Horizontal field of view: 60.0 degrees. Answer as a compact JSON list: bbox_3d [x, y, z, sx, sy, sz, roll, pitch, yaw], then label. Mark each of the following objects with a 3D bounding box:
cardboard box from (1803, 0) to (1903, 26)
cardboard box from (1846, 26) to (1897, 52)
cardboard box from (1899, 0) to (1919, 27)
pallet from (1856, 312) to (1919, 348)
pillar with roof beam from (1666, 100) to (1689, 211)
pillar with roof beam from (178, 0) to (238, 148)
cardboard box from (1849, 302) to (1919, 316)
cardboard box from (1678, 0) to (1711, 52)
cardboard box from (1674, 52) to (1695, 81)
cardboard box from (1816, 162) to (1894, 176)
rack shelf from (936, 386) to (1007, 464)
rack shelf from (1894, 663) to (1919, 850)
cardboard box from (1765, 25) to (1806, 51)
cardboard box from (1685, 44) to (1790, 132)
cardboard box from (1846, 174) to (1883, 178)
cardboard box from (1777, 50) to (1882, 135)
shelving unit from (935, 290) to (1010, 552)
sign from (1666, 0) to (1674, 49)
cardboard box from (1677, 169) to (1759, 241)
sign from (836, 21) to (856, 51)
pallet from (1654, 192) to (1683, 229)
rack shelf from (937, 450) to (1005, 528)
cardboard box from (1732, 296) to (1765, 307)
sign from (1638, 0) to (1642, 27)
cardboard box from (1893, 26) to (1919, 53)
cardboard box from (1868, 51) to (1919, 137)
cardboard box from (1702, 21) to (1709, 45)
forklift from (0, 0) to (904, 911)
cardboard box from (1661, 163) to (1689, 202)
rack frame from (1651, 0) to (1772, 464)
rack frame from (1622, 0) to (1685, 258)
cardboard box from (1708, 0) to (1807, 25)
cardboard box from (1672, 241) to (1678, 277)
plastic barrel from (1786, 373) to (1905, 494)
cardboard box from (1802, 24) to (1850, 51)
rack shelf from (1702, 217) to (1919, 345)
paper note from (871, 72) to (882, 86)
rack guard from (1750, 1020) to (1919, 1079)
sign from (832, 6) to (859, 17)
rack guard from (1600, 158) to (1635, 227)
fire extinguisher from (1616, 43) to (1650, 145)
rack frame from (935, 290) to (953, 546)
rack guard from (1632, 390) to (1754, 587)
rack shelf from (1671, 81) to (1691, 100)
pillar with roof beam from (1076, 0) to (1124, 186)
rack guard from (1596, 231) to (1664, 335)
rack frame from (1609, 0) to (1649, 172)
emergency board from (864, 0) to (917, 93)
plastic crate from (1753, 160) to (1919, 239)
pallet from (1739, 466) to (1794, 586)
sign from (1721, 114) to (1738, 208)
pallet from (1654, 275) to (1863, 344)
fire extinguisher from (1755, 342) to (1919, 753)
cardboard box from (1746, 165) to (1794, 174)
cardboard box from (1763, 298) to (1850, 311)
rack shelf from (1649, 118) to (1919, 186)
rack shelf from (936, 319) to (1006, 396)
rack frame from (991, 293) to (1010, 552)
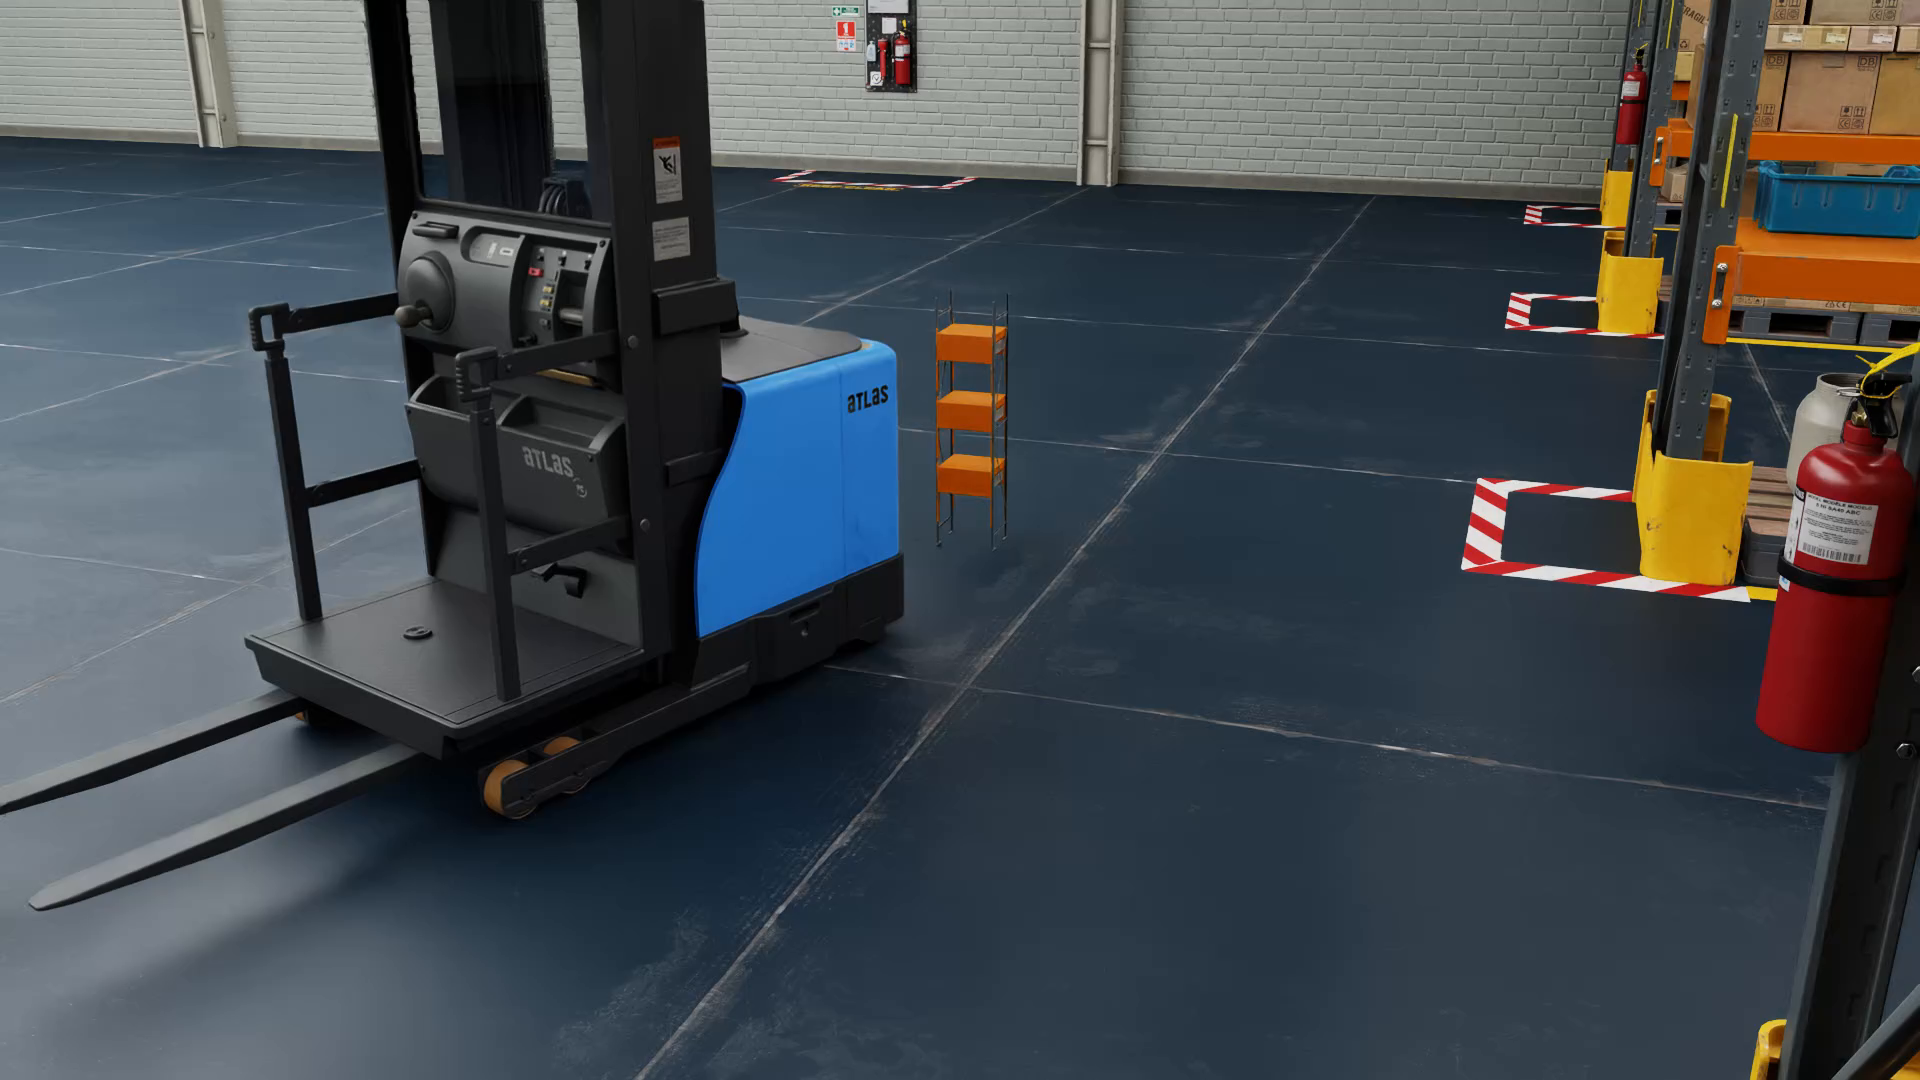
[{"bbox_3d":[5.602,-3.505,10.452,0.500,0.500,0.700,6,20,17],"label":"cardboard box"},{"bbox_3d":[5.640,-3.122,10.338,0.250,0.149,0.380,6,20,17],"label":"cardboard box"},{"bbox_3d":[6.078,-3.451,10.297,0.500,0.500,0.700,7,20,18],"label":"cardboard box"},{"bbox_3d":[6.501,-1.442,10.892,1.213,0.211,1.003,7,20,18],"label":"pallet"},{"bbox_3d":[5.771,-6.189,11.160,0.400,9.000,9.100,7,20,18],"label":"pillar with roof beam"},{"bbox_3d":[-11.232,-8.133,16.737,0.400,9.000,9.100,7,20,18],"label":"pillar with roof beam"},{"bbox_3d":[5.996,-1.626,10.724,0.500,0.250,0.500,7,20,18],"label":"cardboard box"},{"bbox_3d":[6.591,-4.649,14.914,0.500,0.500,0.500,7,20,18],"label":"cardboard box"},{"bbox_3d":[6.595,-4.288,15.019,0.500,0.250,0.500,6,20,16],"label":"cardboard box"},{"bbox_3d":[8.078,-3.270,15.028,0.500,0.500,0.700,5,20,15],"label":"cardboard box"},{"bbox_3d":[0.051,-0.480,6.890,0.240,0.259,0.215,7,20,18],"label":"rack shelf"},{"bbox_3d":[3.251,0.675,1.676,4.000,0.370,1.077,7,20,18],"label":"rack shelf"},{"bbox_3d":[5.167,-3.177,10.496,0.250,0.149,0.380,6,20,17],"label":"cardboard box"},{"bbox_3d":[5.053,-2.953,10.840,0.500,0.500,0.700,7,20,18],"label":"cardboard box"},{"bbox_3d":[6.170,-2.146,11.075,0.500,0.500,0.500,7,20,18],"label":"cardboard box"},{"bbox_3d":[5.551,-2.898,10.682,0.500,0.500,0.700,7,20,19],"label":"cardboard box"},{"bbox_3d":[0.051,-0.490,6.887,0.252,1.050,0.215,7,20,18],"label":"shelving unit"},{"bbox_3d":[4.429,-3.235,10.364,0.005,0.325,0.100,7,20,18],"label":"sign"},{"bbox_3d":[5.221,-2.249,11.372,0.500,0.500,0.500,7,20,18],"label":"cardboard box"},{"bbox_3d":[-1.294,-5.730,18.904,0.234,0.329,0.001,7,20,18],"label":"sign"},{"bbox_3d":[7.066,-3.078,15.585,1.213,0.211,1.003,7,20,18],"label":"pallet"},{"bbox_3d":[0.051,-0.218,6.982,0.240,0.259,0.215,7,20,18],"label":"rack shelf"},{"bbox_3d":[5.050,-1.733,11.031,0.500,0.250,0.500,7,20,18],"label":"cardboard box"},{"bbox_3d":[6.061,-4.741,14.806,0.005,0.325,0.100,7,20,18],"label":"sign"},{"bbox_3d":[5.892,-3.094,10.257,0.250,0.149,0.380,6,20,16],"label":"cardboard box"},{"bbox_3d":[6.018,-2.843,10.523,0.500,0.500,0.700,7,20,18],"label":"cardboard box"},{"bbox_3d":[5.040,-3.332,10.941,0.250,0.149,0.380,6,20,17],"label":"cardboard box"},{"bbox_3d":[-1.503,-0.766,4.820,1.130,2.935,3.031,14,24,35],"label":"forklift"},{"bbox_3d":[6.863,-3.337,15.508,0.500,0.311,0.500,4,20,12],"label":"cardboard box"},{"bbox_3d":[2.987,-1.421,6.595,0.127,3.000,1.000,7,20,18],"label":"rack frame"},{"bbox_3d":[4.617,-2.961,11.013,0.127,3.000,1.000,7,20,18],"label":"rack frame"},{"bbox_3d":[5.103,-3.560,10.610,0.500,0.500,0.700,7,20,18],"label":"cardboard box"},{"bbox_3d":[5.220,-1.895,11.493,0.500,0.250,0.500,7,20,18],"label":"cardboard box"},{"bbox_3d":[3.634,-0.397,6.800,0.421,0.512,0.421,0,19,0],"label":"plastic barrel"},{"bbox_3d":[5.402,-3.150,10.418,0.250,0.149,0.380,7,20,18],"label":"cardboard box"},{"bbox_3d":[4.877,-0.865,6.094,4.000,0.370,1.077,7,20,18],"label":"rack shelf"},{"bbox_3d":[-0.950,-5.246,18.908,0.142,0.148,0.016,7,20,18],"label":"paper note"},{"bbox_3d":[1.434,1.308,2.565,0.348,0.500,1.175,7,20,18],"label":"rack guard"},{"bbox_3d":[-1.293,-5.977,18.807,0.331,0.109,0.001,7,20,18],"label":"sign"},{"bbox_3d":[6.310,-3.313,15.820,0.348,0.500,1.175,7,20,18],"label":"rack guard"},{"bbox_3d":[4.657,-3.081,11.476,0.183,0.674,0.296,7,20,18],"label":"fire extinguisher"},{"bbox_3d":[-0.065,-0.503,6.925,0.008,1.050,0.200,7,20,18],"label":"rack frame"},{"bbox_3d":[3.075,-0.247,7.025,0.348,0.500,1.175,7,20,18],"label":"rack guard"},{"bbox_3d":[8.128,-3.946,14.931,4.000,0.370,1.077,7,20,18],"label":"rack shelf"},{"bbox_3d":[0.103,-6.837,13.019,0.400,9.000,9.100,7,20,18],"label":"pillar with roof beam"},{"bbox_3d":[4.594,-1.783,11.431,0.348,0.500,1.175,7,20,18],"label":"rack guard"},{"bbox_3d":[6.239,-4.501,15.432,0.127,3.000,1.000,7,20,18],"label":"rack frame"},{"bbox_3d":[-0.806,-5.622,18.646,0.643,1.169,0.194,7,20,18],"label":"emergency board"},{"bbox_3d":[3.558,-1.390,6.732,0.616,0.251,0.499,7,20,18],"label":"plastic crate"},{"bbox_3d":[3.840,-0.021,6.816,1.213,0.211,1.003,7,20,18],"label":"pallet"},{"bbox_3d":[2.803,-1.381,6.061,0.005,0.325,0.100,7,20,18],"label":"sign"},{"bbox_3d":[5.353,-1.574,11.272,1.213,0.211,1.003,7,20,18],"label":"pallet"},{"bbox_3d":[1.405,0.000,2.637,0.183,0.674,0.296,7,20,18],"label":"fire extinguisher"},{"bbox_3d":[7.401,-3.275,15.331,0.500,0.311,0.500,8,21,23],"label":"cardboard box"},{"bbox_3d":[5.524,-1.681,10.880,0.500,0.250,0.500,7,20,18],"label":"cardboard box"},{"bbox_3d":[6.506,-2.405,10.511,4.000,0.370,1.077,7,20,18],"label":"rack shelf"},{"bbox_3d":[0.051,-0.748,6.797,0.240,0.259,0.215,7,20,18],"label":"rack shelf"},{"bbox_3d":[0.166,-0.477,6.849,0.008,1.050,0.200,7,20,18],"label":"rack frame"}]
